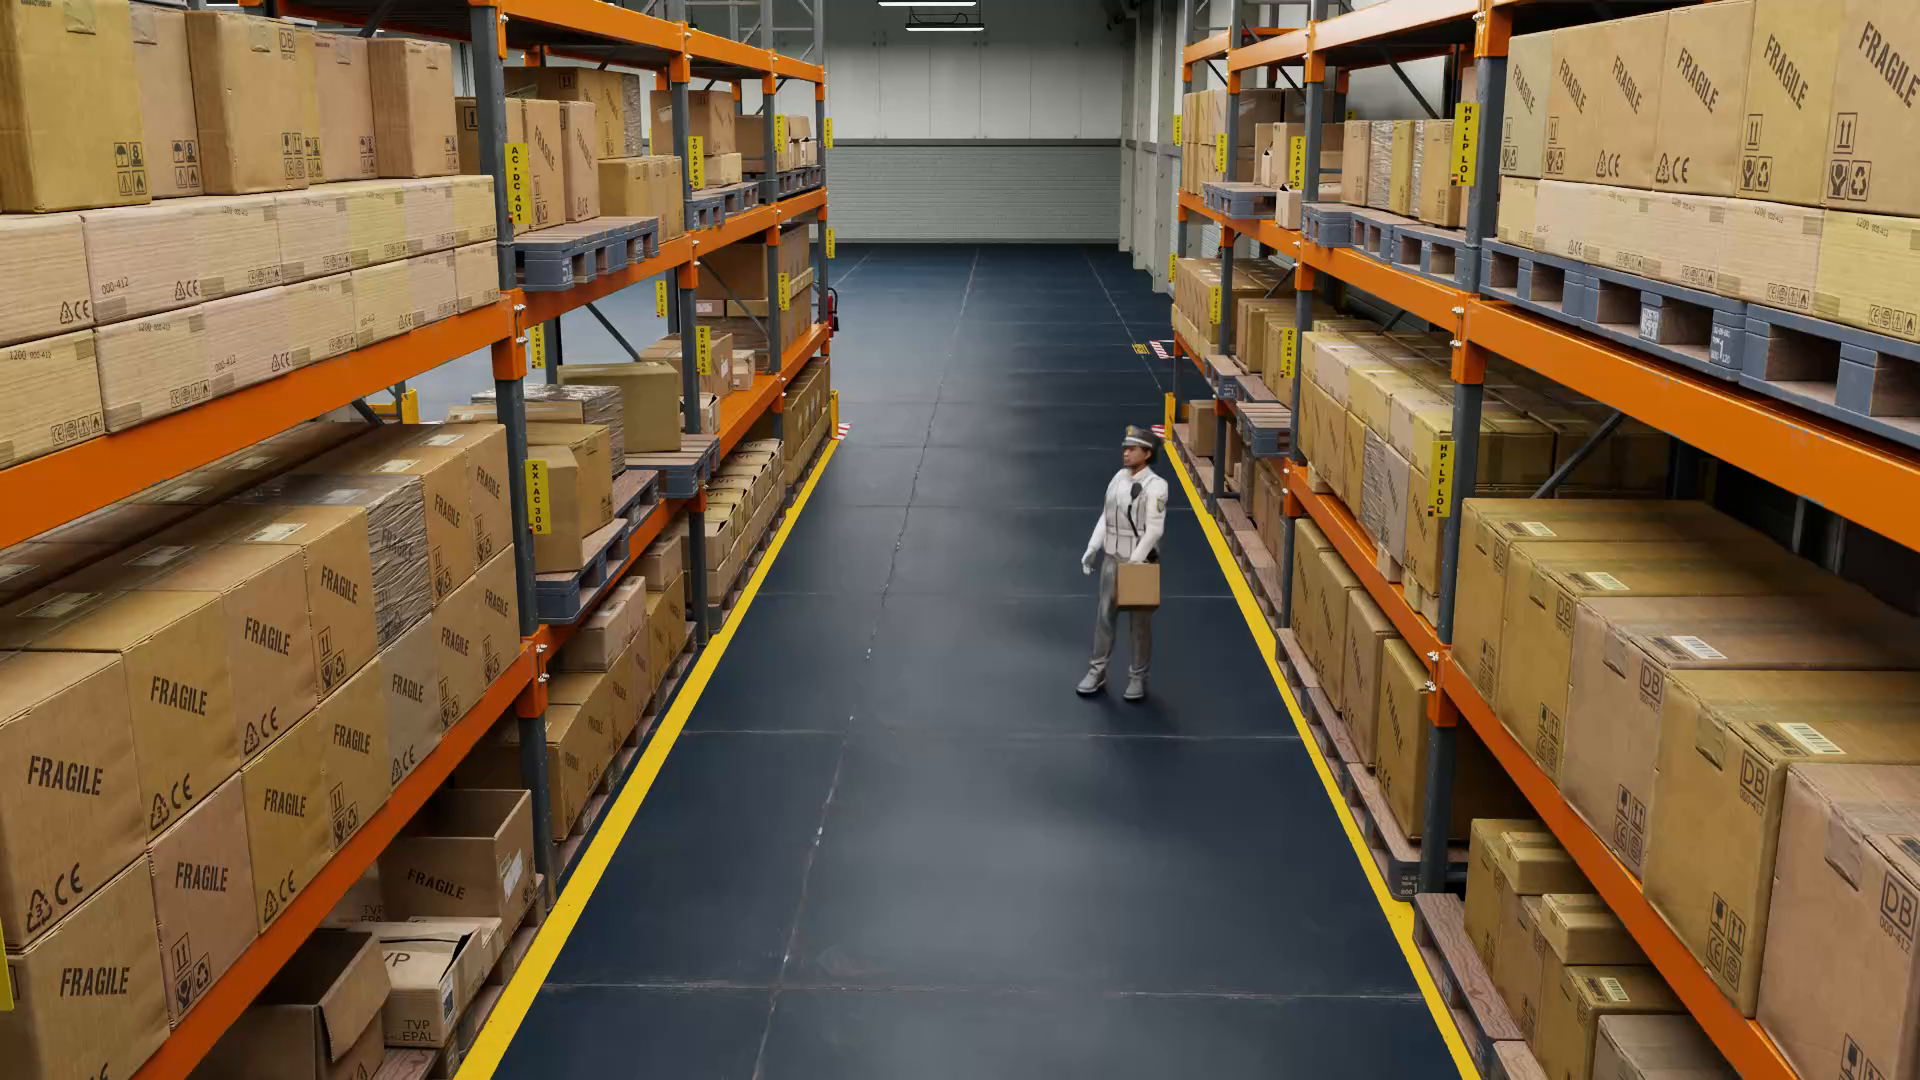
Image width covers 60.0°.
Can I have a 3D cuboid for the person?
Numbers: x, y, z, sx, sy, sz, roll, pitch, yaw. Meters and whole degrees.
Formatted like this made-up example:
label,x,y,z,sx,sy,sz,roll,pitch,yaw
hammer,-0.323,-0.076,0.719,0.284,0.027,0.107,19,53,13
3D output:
label,x,y,z,sx,sy,sz,roll,pitch,yaw
person,1.041,0.138,10.332,0.530,1.699,0.494,-12,19,-40
